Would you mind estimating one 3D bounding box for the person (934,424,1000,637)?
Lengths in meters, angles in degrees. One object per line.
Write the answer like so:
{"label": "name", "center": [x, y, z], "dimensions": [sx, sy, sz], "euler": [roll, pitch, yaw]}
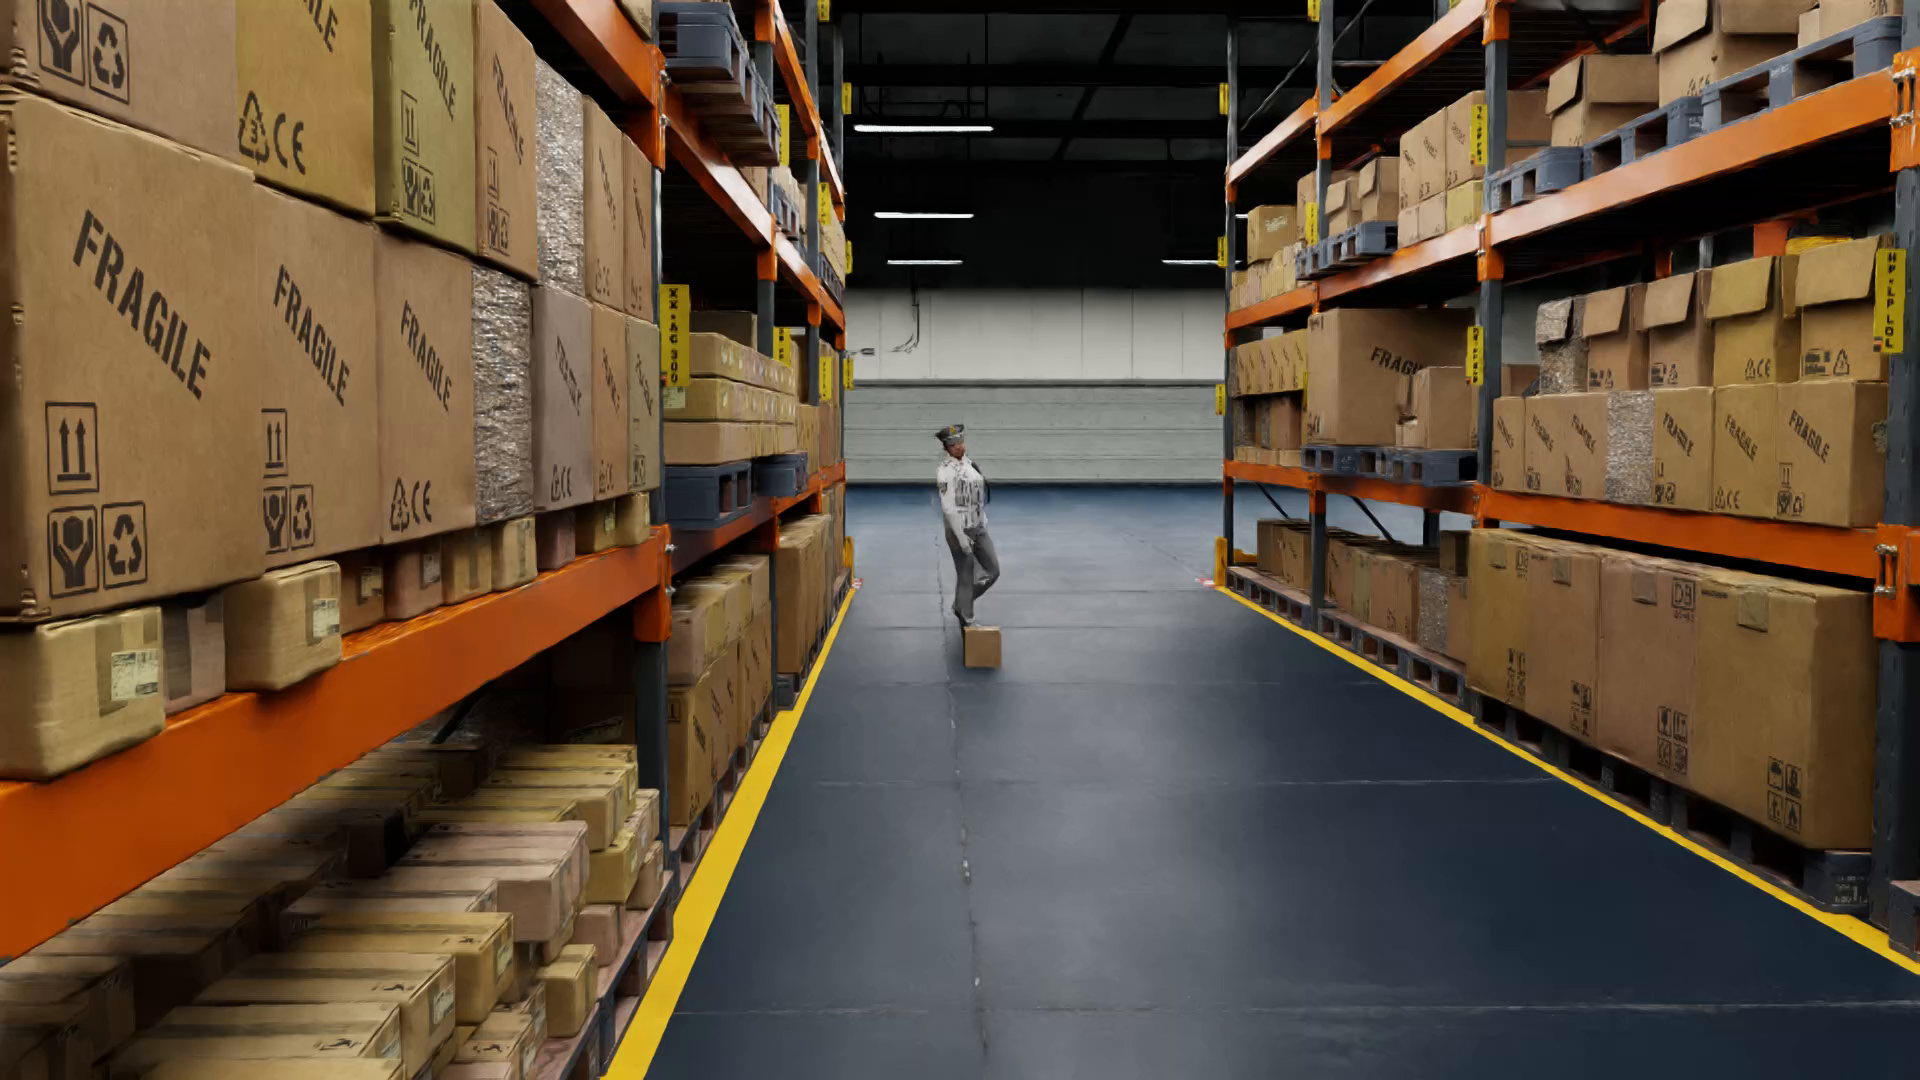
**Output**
{"label": "person", "center": [0.048, -0.062, 12.850], "dimensions": [0.432, 1.669, 0.554], "euler": [2, 4, 28]}
